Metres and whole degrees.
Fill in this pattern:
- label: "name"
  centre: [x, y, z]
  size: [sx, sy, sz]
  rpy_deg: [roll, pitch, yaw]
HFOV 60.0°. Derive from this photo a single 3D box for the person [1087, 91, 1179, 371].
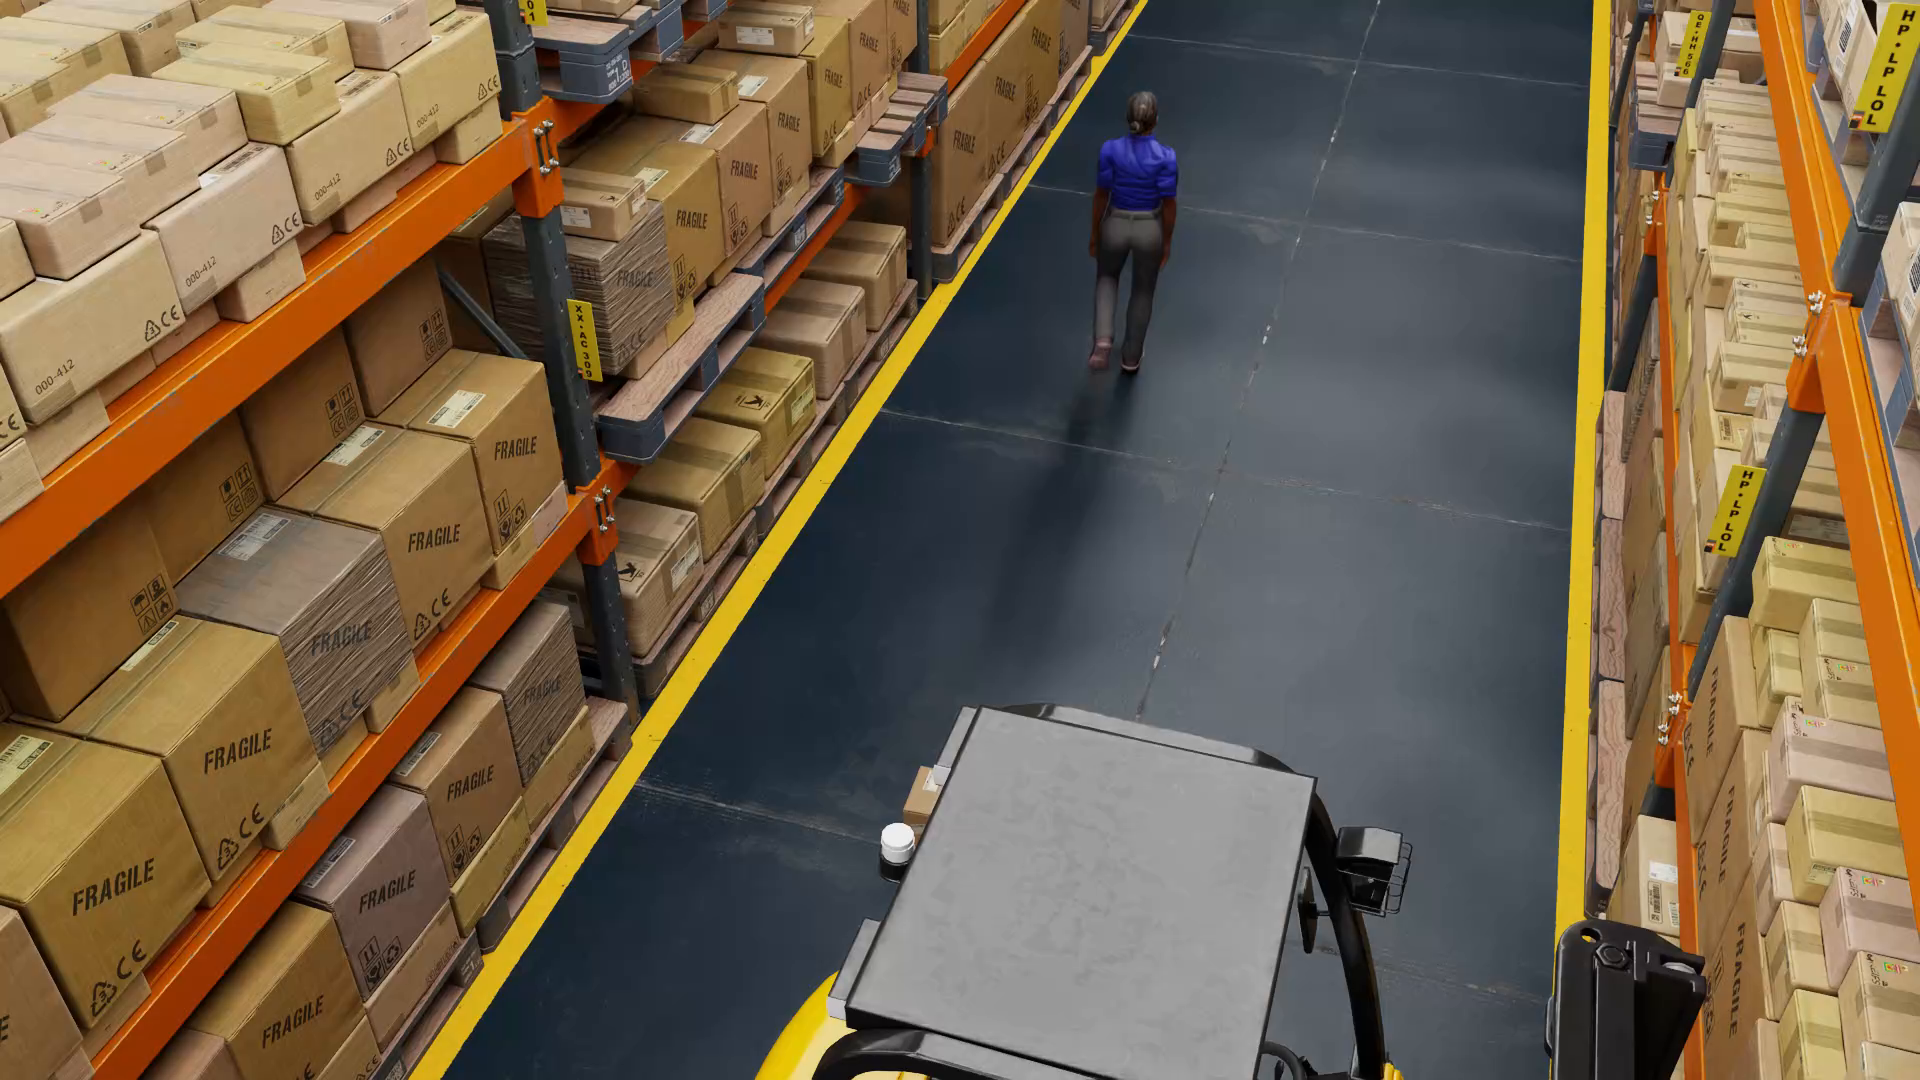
- label: "person"
  centre: [0.926, -1.637, 9.002]
  size: [0.465, 1.646, 0.499]
  rpy_deg: [8, 38, 11]
